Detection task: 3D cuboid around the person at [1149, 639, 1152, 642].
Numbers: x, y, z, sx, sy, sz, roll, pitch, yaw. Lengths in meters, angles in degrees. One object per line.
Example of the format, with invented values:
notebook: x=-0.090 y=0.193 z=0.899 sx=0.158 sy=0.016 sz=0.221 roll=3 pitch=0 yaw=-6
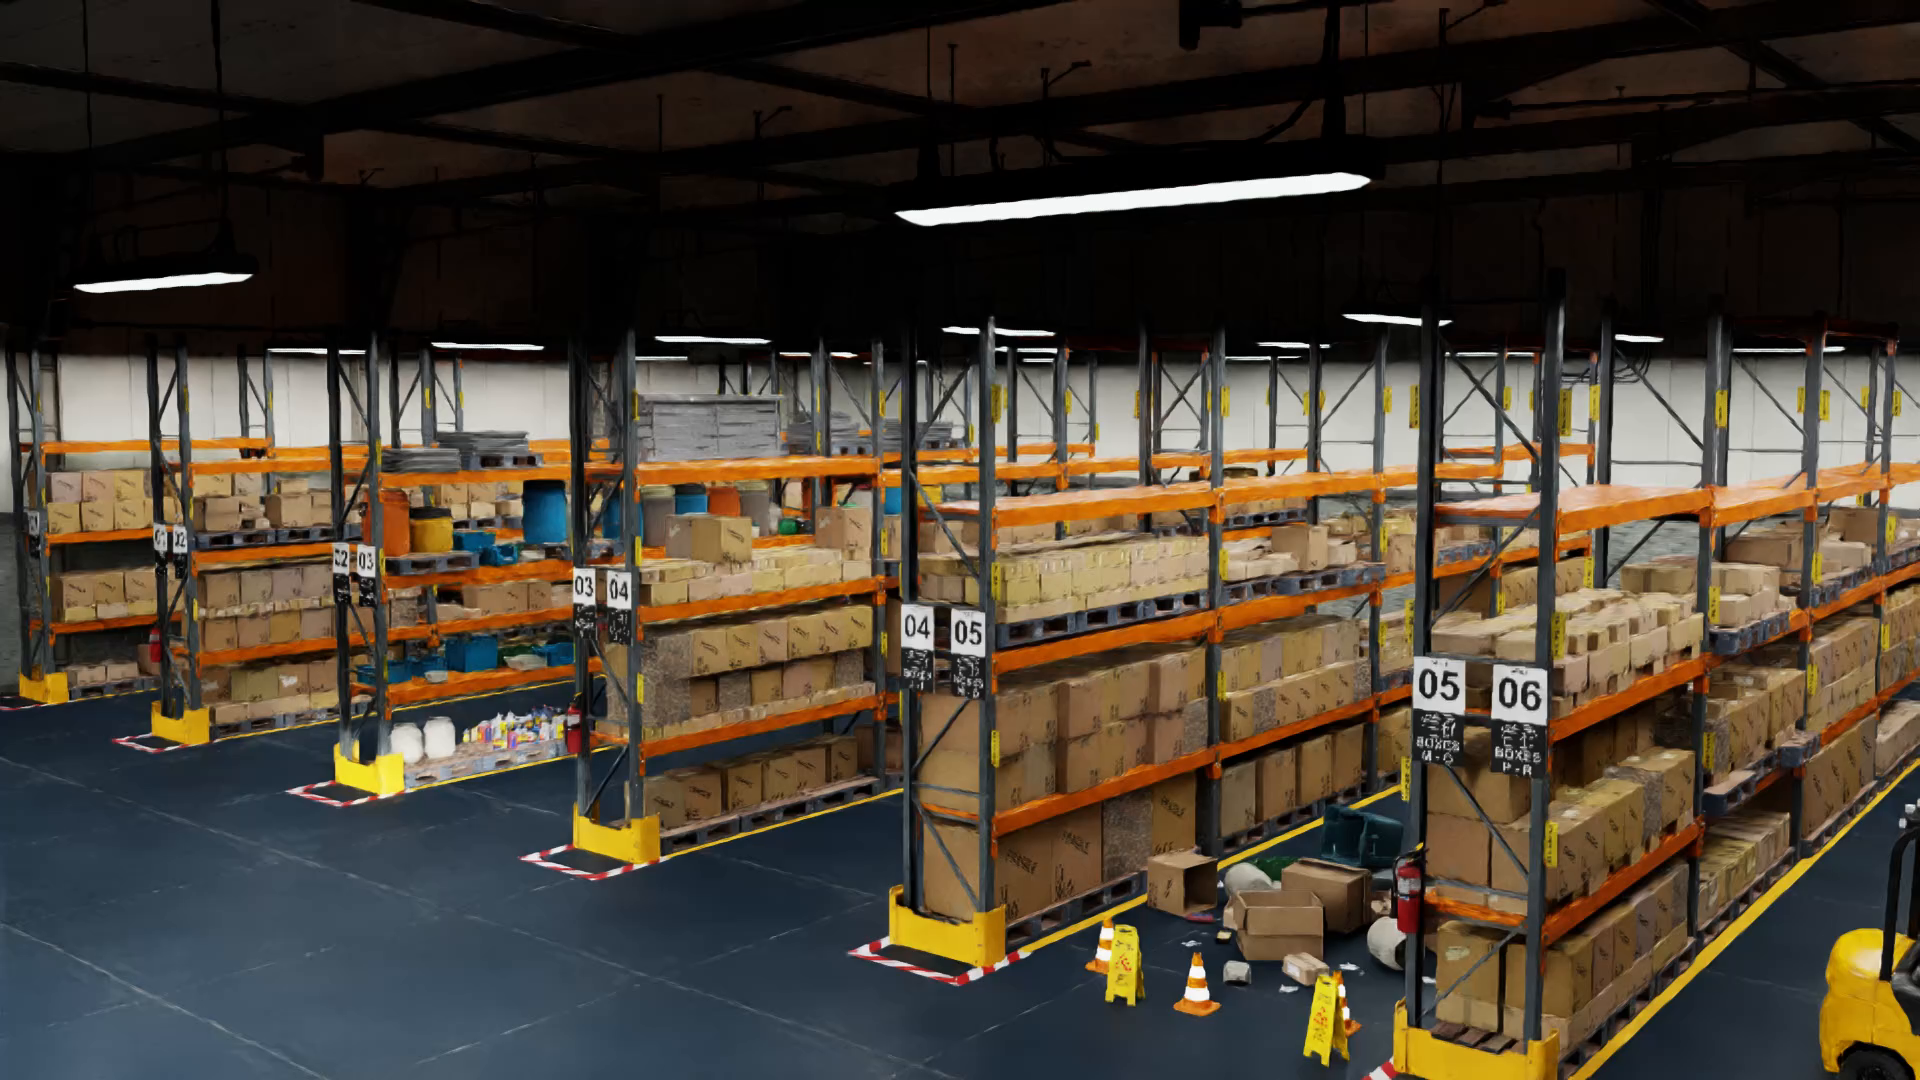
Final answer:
person: x=2.715 y=2.140 z=24.006 sx=0.564 sy=1.736 sz=1.044 roll=4 pitch=7 yaw=38
